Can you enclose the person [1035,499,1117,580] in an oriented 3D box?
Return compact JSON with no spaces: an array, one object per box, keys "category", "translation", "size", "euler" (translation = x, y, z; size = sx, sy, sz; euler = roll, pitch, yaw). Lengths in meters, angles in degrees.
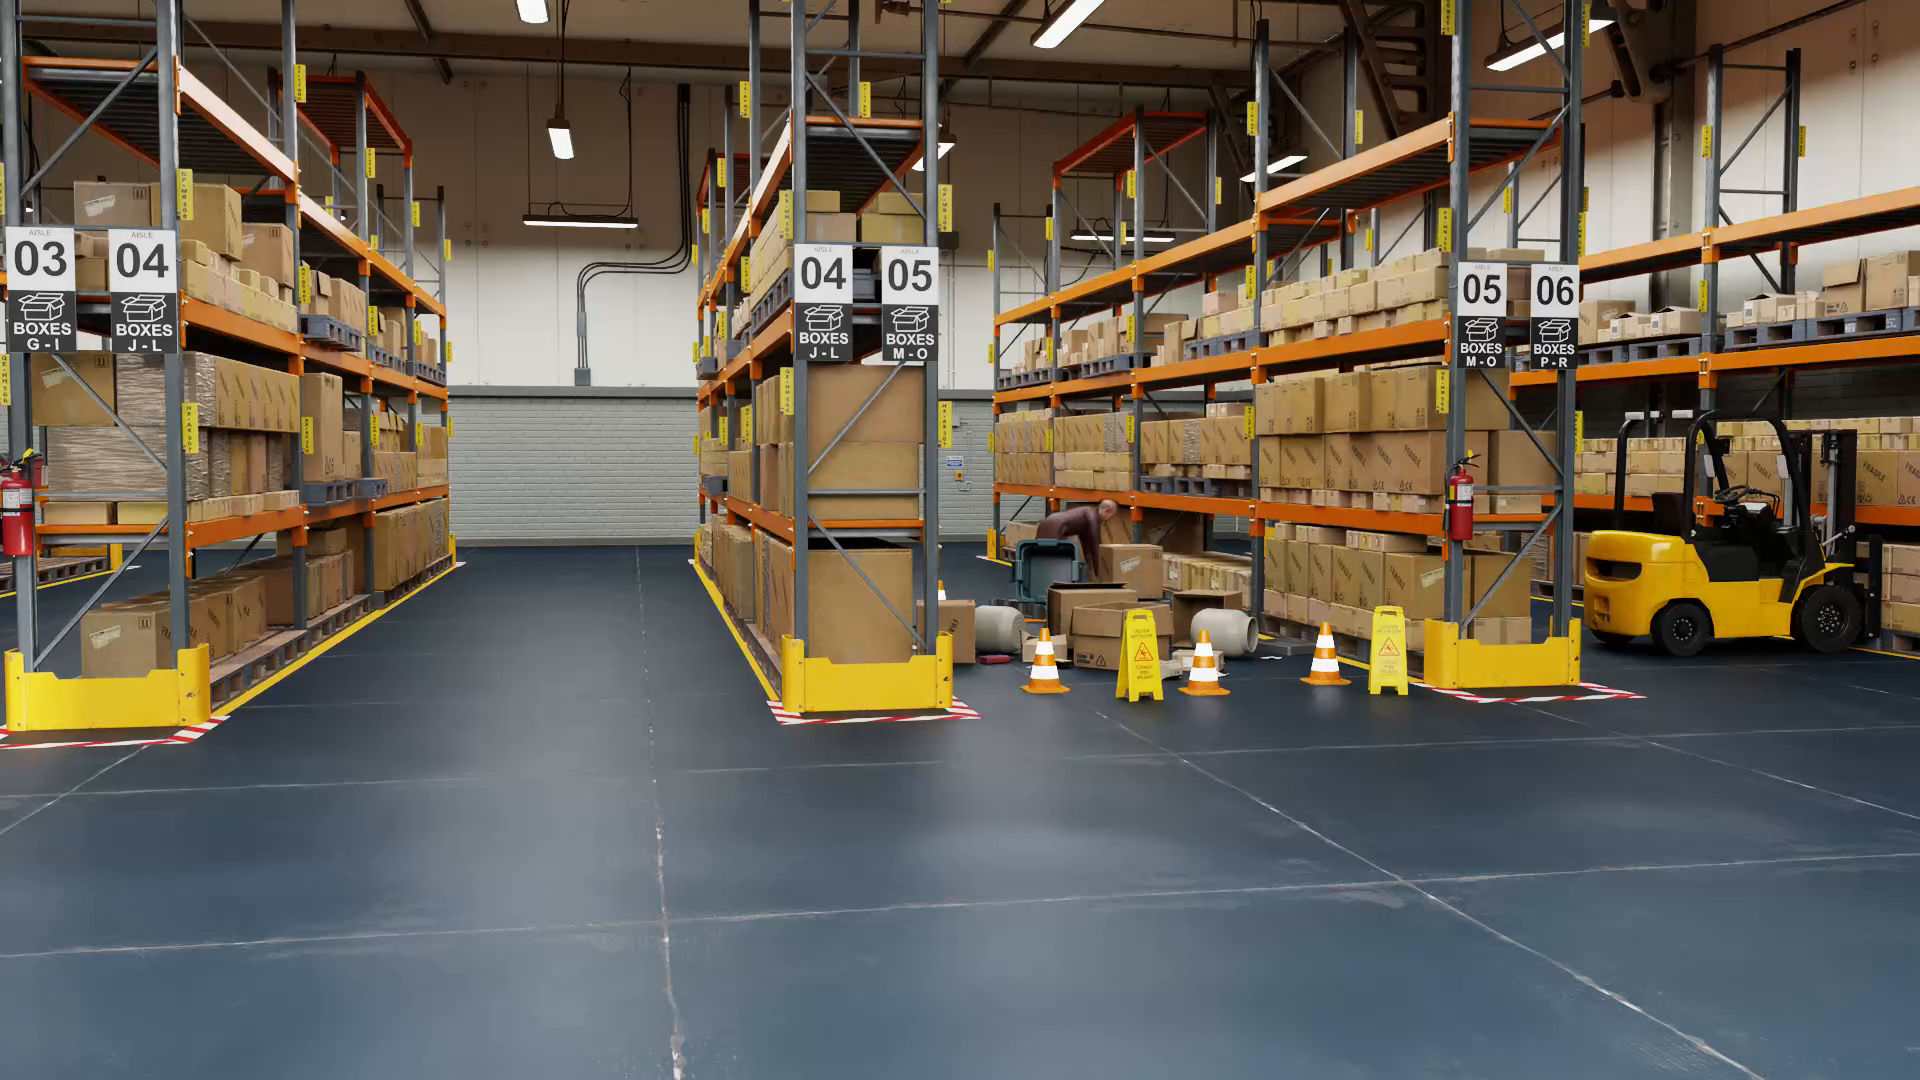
[{"category":"person","translation":[1.263,0.207,17.906],"size":[0.909,1.284,0.562],"euler":[-1,3,-14]}]
